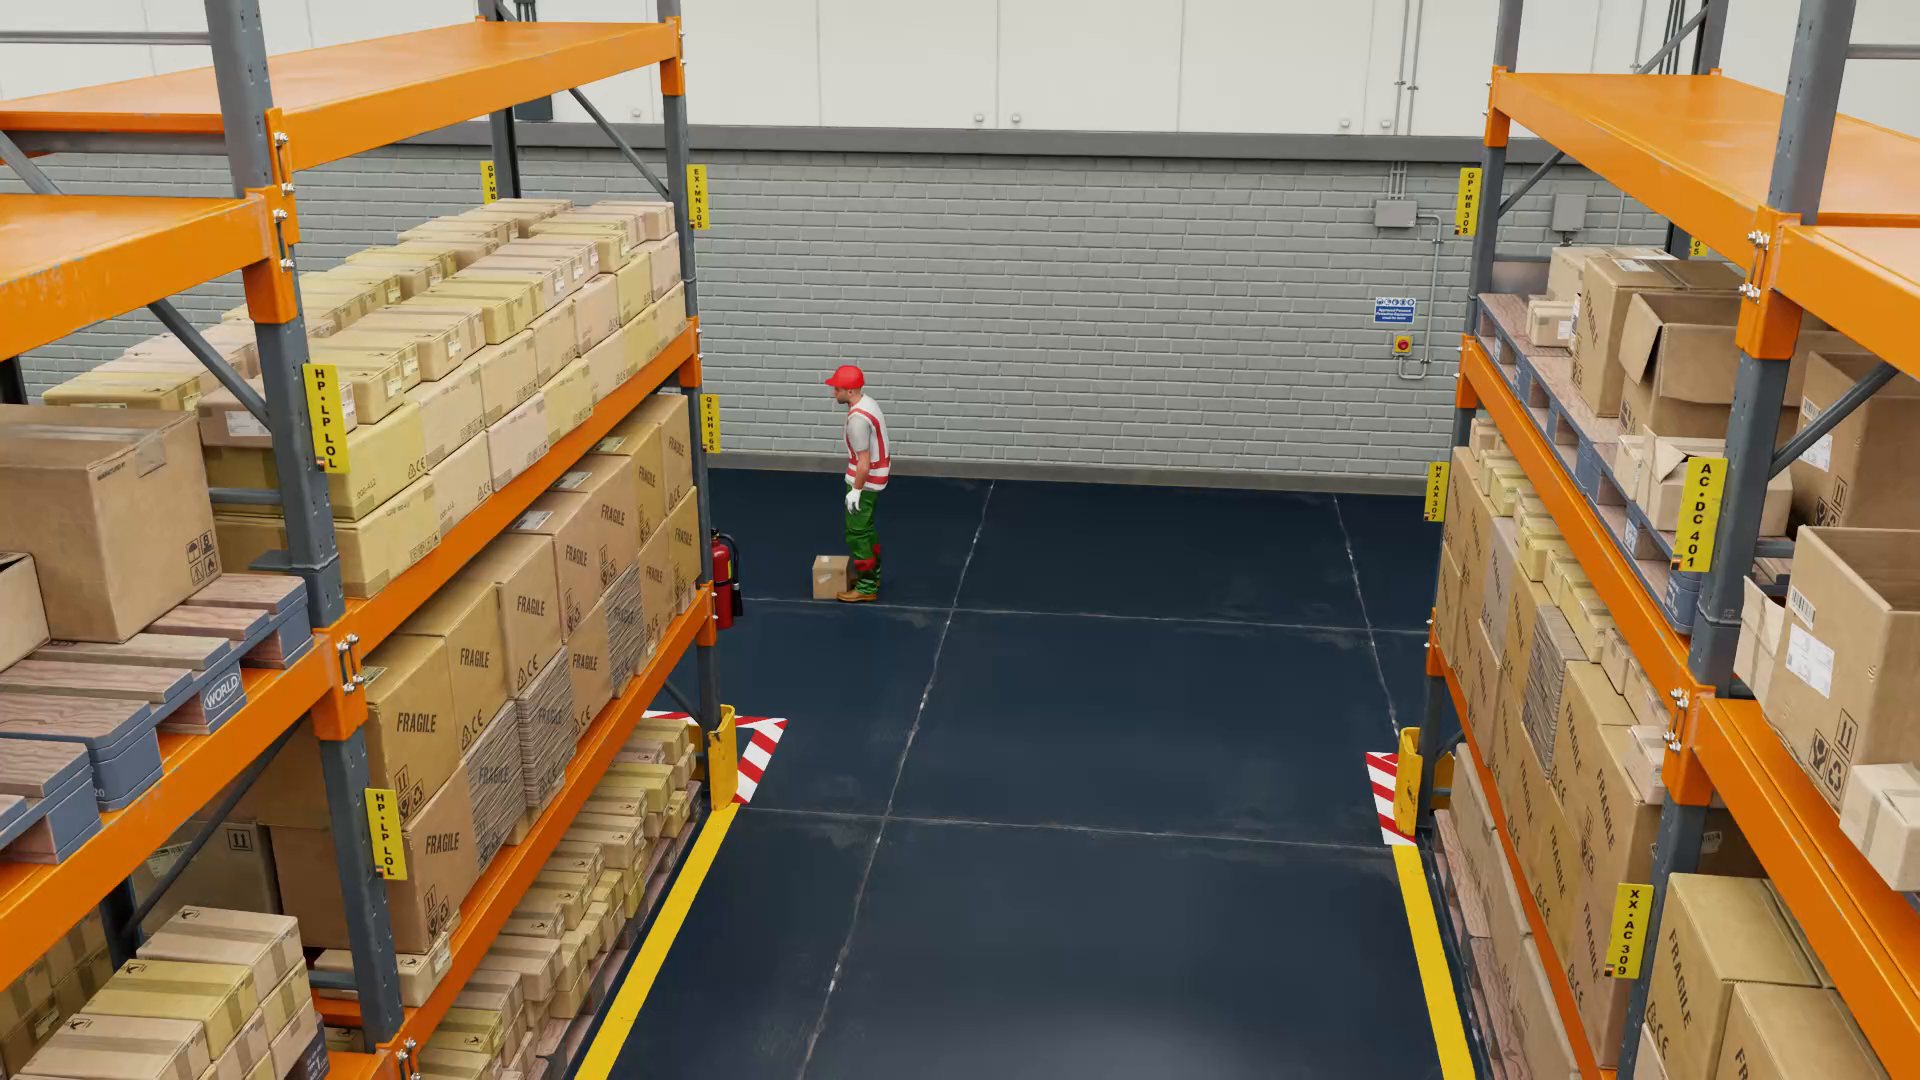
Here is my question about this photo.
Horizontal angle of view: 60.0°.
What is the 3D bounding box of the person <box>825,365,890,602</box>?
[{"bbox_3d":[-0.736,-0.420,12.160,0.451,1.778,0.611,1,21,3],"label":"person"}]
